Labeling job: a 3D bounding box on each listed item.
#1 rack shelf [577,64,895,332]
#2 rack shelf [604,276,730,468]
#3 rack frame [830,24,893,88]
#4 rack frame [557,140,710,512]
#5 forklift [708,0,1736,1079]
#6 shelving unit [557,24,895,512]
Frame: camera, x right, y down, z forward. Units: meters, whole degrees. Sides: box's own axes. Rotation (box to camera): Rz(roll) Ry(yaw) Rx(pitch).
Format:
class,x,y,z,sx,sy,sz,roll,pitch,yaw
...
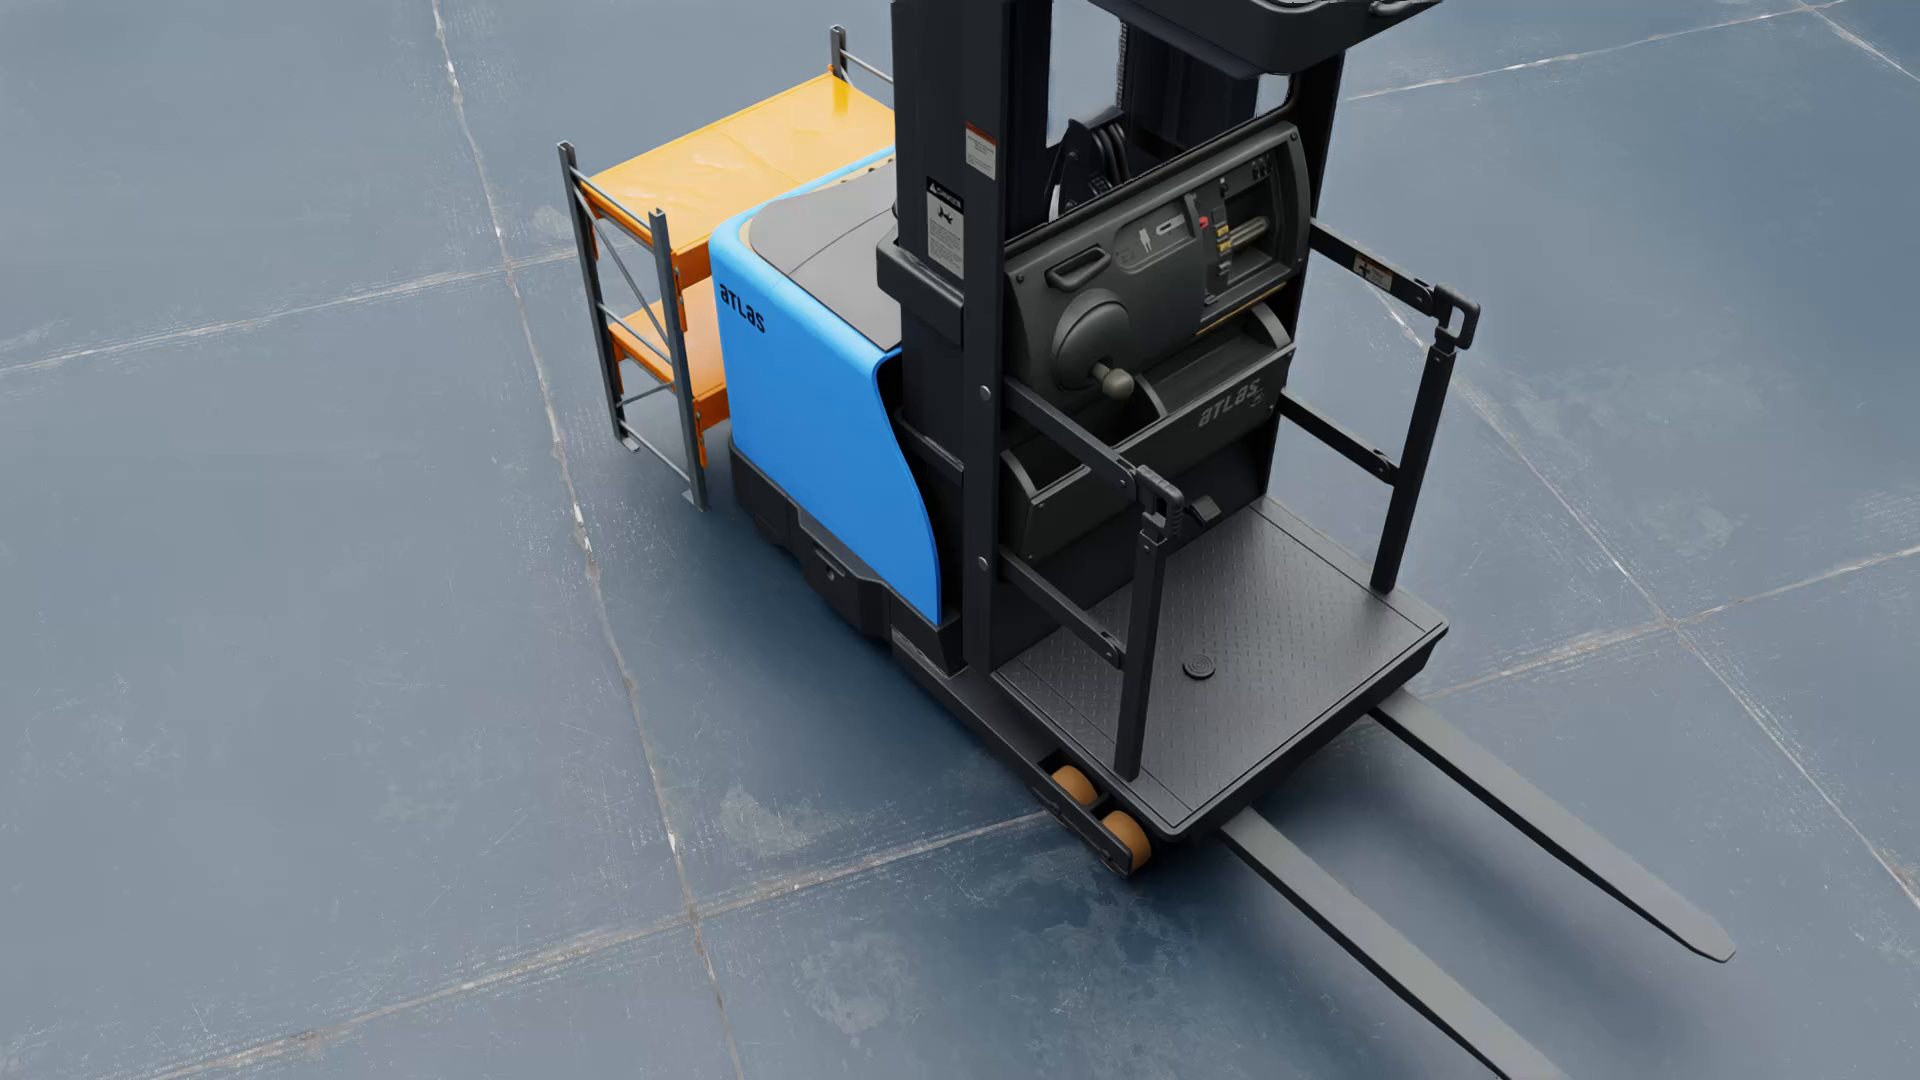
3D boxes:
class,x,y,z,sx,sy,sz,roll,pitch,yaw
rack shelf,-0.610,-1.073,5.112,1.000,0.278,0.538,-33,54,-28
rack shelf,-0.610,-0.694,5.492,1.000,0.278,0.538,-33,54,-28
rack frame,-0.235,-1.109,5.561,0.032,1.125,0.500,-33,54,-28
rack frame,-0.986,-0.624,5.077,0.032,1.125,0.500,-33,54,-28
forklift,0.620,-0.567,3.745,1.130,2.935,3.031,-31,53,-27
shelving unit,-0.610,-0.866,5.319,1.048,1.125,0.538,-33,54,-28
